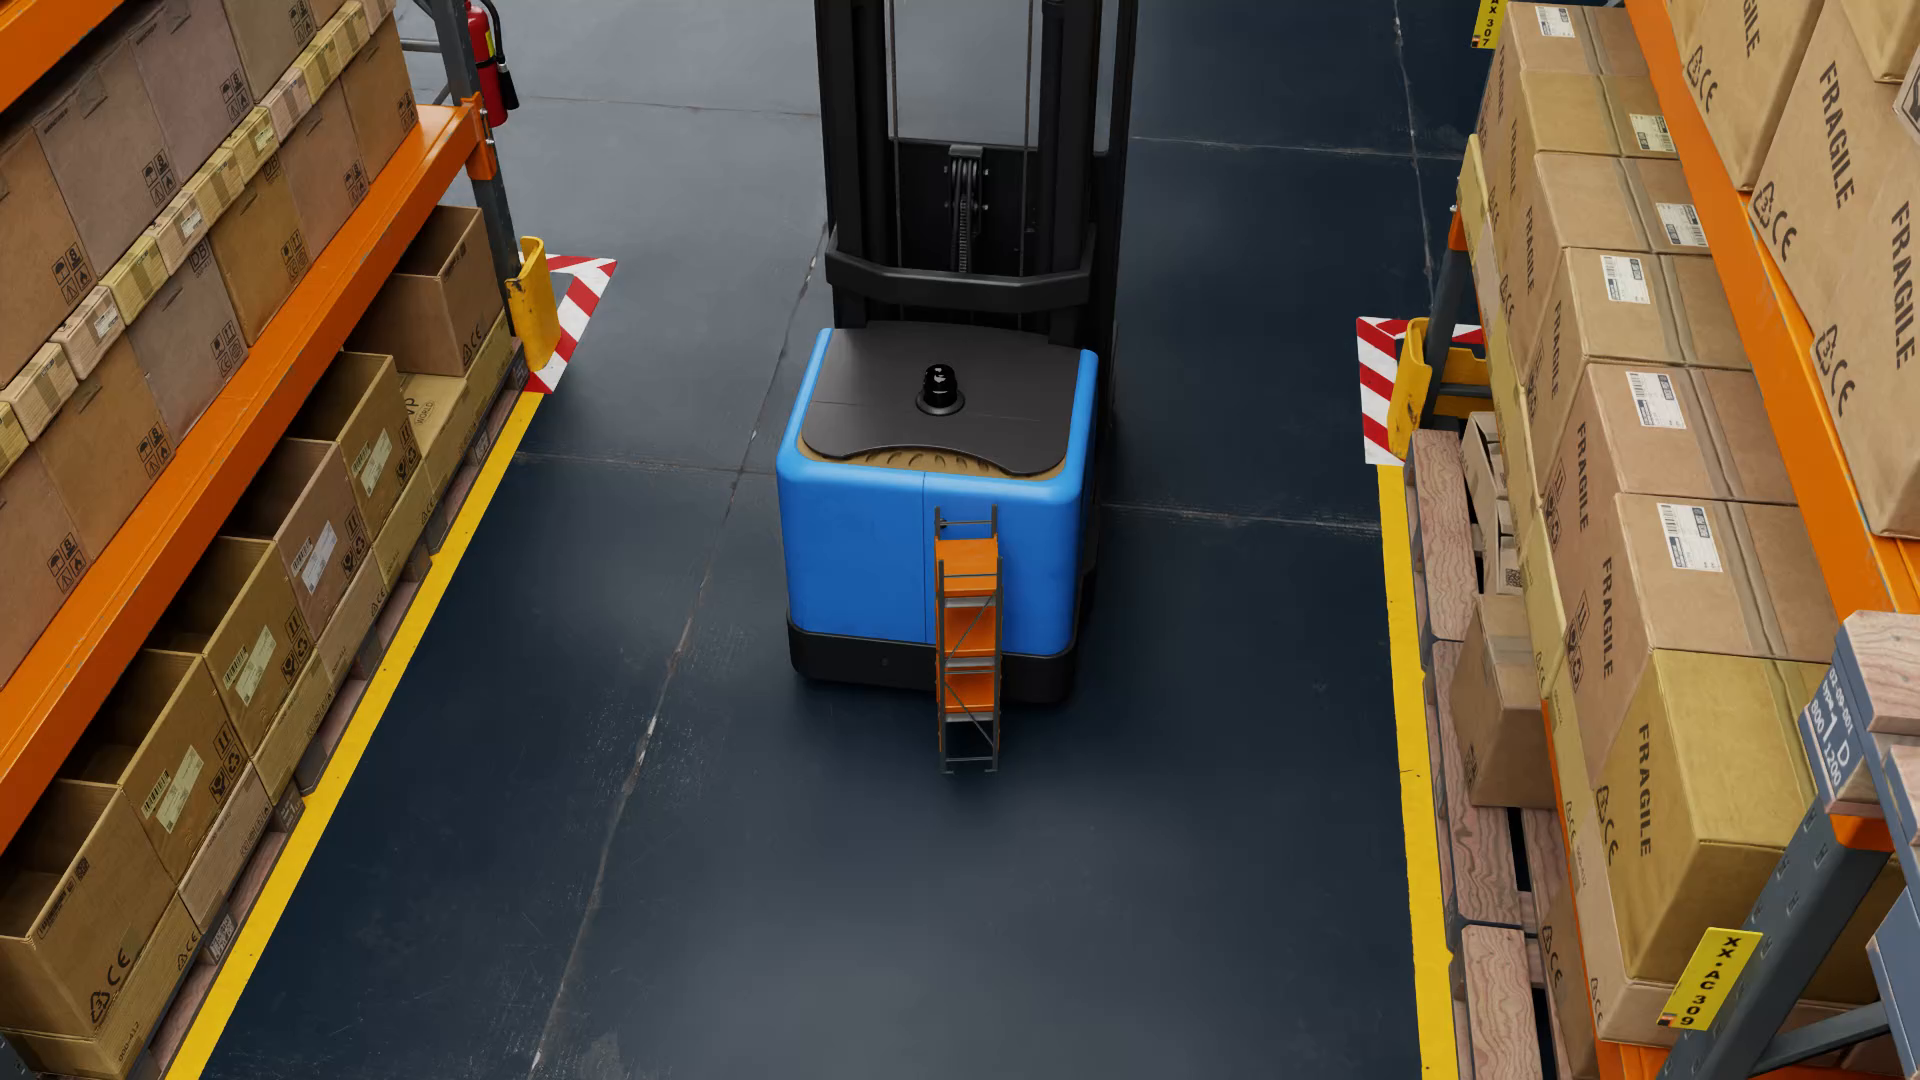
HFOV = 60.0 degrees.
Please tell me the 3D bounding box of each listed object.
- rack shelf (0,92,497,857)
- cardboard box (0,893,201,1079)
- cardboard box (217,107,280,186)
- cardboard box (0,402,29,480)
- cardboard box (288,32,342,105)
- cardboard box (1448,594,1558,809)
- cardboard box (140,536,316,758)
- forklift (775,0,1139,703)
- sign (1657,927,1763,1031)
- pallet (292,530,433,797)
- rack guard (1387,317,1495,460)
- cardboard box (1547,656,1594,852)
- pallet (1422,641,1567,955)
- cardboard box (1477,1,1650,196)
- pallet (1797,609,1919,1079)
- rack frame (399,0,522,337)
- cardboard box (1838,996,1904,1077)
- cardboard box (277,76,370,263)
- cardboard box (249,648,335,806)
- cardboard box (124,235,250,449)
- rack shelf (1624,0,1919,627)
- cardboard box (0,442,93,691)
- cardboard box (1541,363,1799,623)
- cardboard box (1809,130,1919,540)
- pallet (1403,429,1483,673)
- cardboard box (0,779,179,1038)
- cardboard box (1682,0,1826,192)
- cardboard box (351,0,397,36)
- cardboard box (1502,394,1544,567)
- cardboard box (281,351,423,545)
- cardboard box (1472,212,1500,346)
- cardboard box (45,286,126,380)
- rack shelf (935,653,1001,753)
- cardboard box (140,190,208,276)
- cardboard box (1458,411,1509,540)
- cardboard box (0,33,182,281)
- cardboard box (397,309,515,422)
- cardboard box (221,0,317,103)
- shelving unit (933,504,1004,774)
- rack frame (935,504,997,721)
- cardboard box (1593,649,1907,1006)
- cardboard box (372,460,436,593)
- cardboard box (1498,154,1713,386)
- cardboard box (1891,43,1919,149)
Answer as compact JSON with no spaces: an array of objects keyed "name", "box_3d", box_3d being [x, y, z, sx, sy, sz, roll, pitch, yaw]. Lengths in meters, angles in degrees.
[{"name":"rack shelf","box_3d":[-2.721,-0.375,5.488,1.077,0.370,4.000,5,44,6]},{"name":"cardboard box","box_3d":[-2.623,1.284,4.907,0.500,0.250,0.500,5,44,6]},{"name":"cardboard box","box_3d":[-2.455,-1.291,5.387,0.380,0.149,0.250,6,44,7]},{"name":"cardboard box","box_3d":[-2.659,-0.237,4.274,0.380,0.149,0.250,5,44,5]},{"name":"cardboard box","box_3d":[-2.385,-1.641,5.757,0.380,0.149,0.250,5,44,5]},{"name":"cardboard box","box_3d":[2.052,0.543,5.492,0.700,0.500,0.500,3,44,3]},{"name":"cardboard box","box_3d":[-2.481,0.331,5.368,0.500,0.500,0.500,5,44,6]},{"name":"forklift","box_3d":[0.087,-1.493,6.195,1.130,2.935,3.031,5,44,6]},{"name":"sign","box_3d":[1.387,0.816,3.077,0.100,0.325,0.005,5,44,6]},{"name":"pallet","box_3d":[-2.680,0.367,6.209,1.003,0.211,1.213,5,44,6]},{"name":"rack guard","box_3d":[2.444,-0.592,7.012,1.175,0.500,0.348,5,44,6]},{"name":"cardboard box","box_3d":[1.762,0.532,4.101,0.500,0.250,0.500,5,44,6]},{"name":"pallet","box_3d":[2.138,0.892,5.654,1.003,0.211,1.213,5,44,6]},{"name":"cardboard box","box_3d":[2.093,-1.479,5.679,0.500,0.500,0.500,5,44,6]},{"name":"pallet","box_3d":[1.738,0.564,1.927,1.213,0.211,1.003,5,44,6]},{"name":"rack frame","box_3d":[-2.456,-2.000,6.680,1.000,3.000,0.127,5,44,6]},{"name":"cardboard box","box_3d":[2.200,0.921,3.691,0.500,0.250,0.500,6,44,6]},{"name":"cardboard box","box_3d":[-2.595,-1.360,5.932,0.700,0.500,0.500,6,44,7]},{"name":"cardboard box","box_3d":[-2.481,0.603,5.625,0.500,0.250,0.500,5,44,6]},{"name":"cardboard box","box_3d":[-2.733,-0.664,5.196,0.700,0.500,0.500,6,44,7]},{"name":"rack shelf","box_3d":[2.190,-1.017,3.984,1.077,0.370,4.000,5,44,6]},{"name":"cardboard box","box_3d":[-2.869,0.027,4.467,0.700,0.500,0.500,5,44,5]},{"name":"cardboard box","box_3d":[1.819,-0.084,4.206,0.500,0.500,0.500,4,44,4]},{"name":"cardboard box","box_3d":[1.748,-0.327,2.645,0.500,0.500,0.500,6,44,7]},{"name":"pallet","box_3d":[2.302,0.063,6.530,1.003,0.211,1.213,5,44,6]},{"name":"cardboard box","box_3d":[-2.614,1.013,4.648,0.500,0.500,0.500,5,44,6]},{"name":"cardboard box","box_3d":[1.862,-1.050,3.408,0.500,0.500,0.500,4,44,4]},{"name":"cardboard box","box_3d":[-2.318,-1.994,6.129,0.380,0.149,0.250,5,44,5]},{"name":"cardboard box","box_3d":[1.878,-0.155,4.826,0.500,0.250,0.500,6,44,6]},{"name":"cardboard box","box_3d":[-2.350,-0.350,6.088,0.500,0.500,0.500,5,44,6]},{"name":"cardboard box","box_3d":[2.021,-0.846,5.556,0.500,0.250,0.500,4,44,4]},{"name":"cardboard box","box_3d":[-2.591,-0.589,4.646,0.380,0.149,0.250,4,44,4]},{"name":"rack shelf","box_3d":[0.026,0.566,5.809,0.215,0.259,0.240,-2,43,-2]},{"name":"cardboard box","box_3d":[-2.521,-0.936,5.013,0.380,0.149,0.250,5,44,5]},{"name":"cardboard box","box_3d":[2.274,-0.272,6.491,0.500,0.311,0.500,1,43,1]},{"name":"cardboard box","box_3d":[-2.734,-1.110,4.724,0.700,0.500,0.500,5,44,6]},{"name":"cardboard box","box_3d":[-2.234,-0.761,7.067,0.500,0.250,0.500,5,44,6]},{"name":"cardboard box","box_3d":[-2.602,-1.795,5.448,0.700,0.500,0.500,4,44,4]},{"name":"shelving unit","box_3d":[0.026,0.356,5.610,0.215,1.050,0.252,-2,43,-2]},{"name":"rack frame","box_3d":[0.019,0.272,5.699,0.200,1.050,0.008,-2,43,-2]},{"name":"cardboard box","box_3d":[1.681,0.599,3.485,0.500,0.500,0.500,5,44,5]},{"name":"cardboard box","box_3d":[-2.353,-0.078,6.346,0.500,0.250,0.500,5,44,6]},{"name":"cardboard box","box_3d":[1.944,-0.791,4.953,0.500,0.500,0.500,4,44,4]},{"name":"cardboard box","box_3d":[1.723,-0.688,2.298,0.500,0.500,0.500,2,43,2]}]
